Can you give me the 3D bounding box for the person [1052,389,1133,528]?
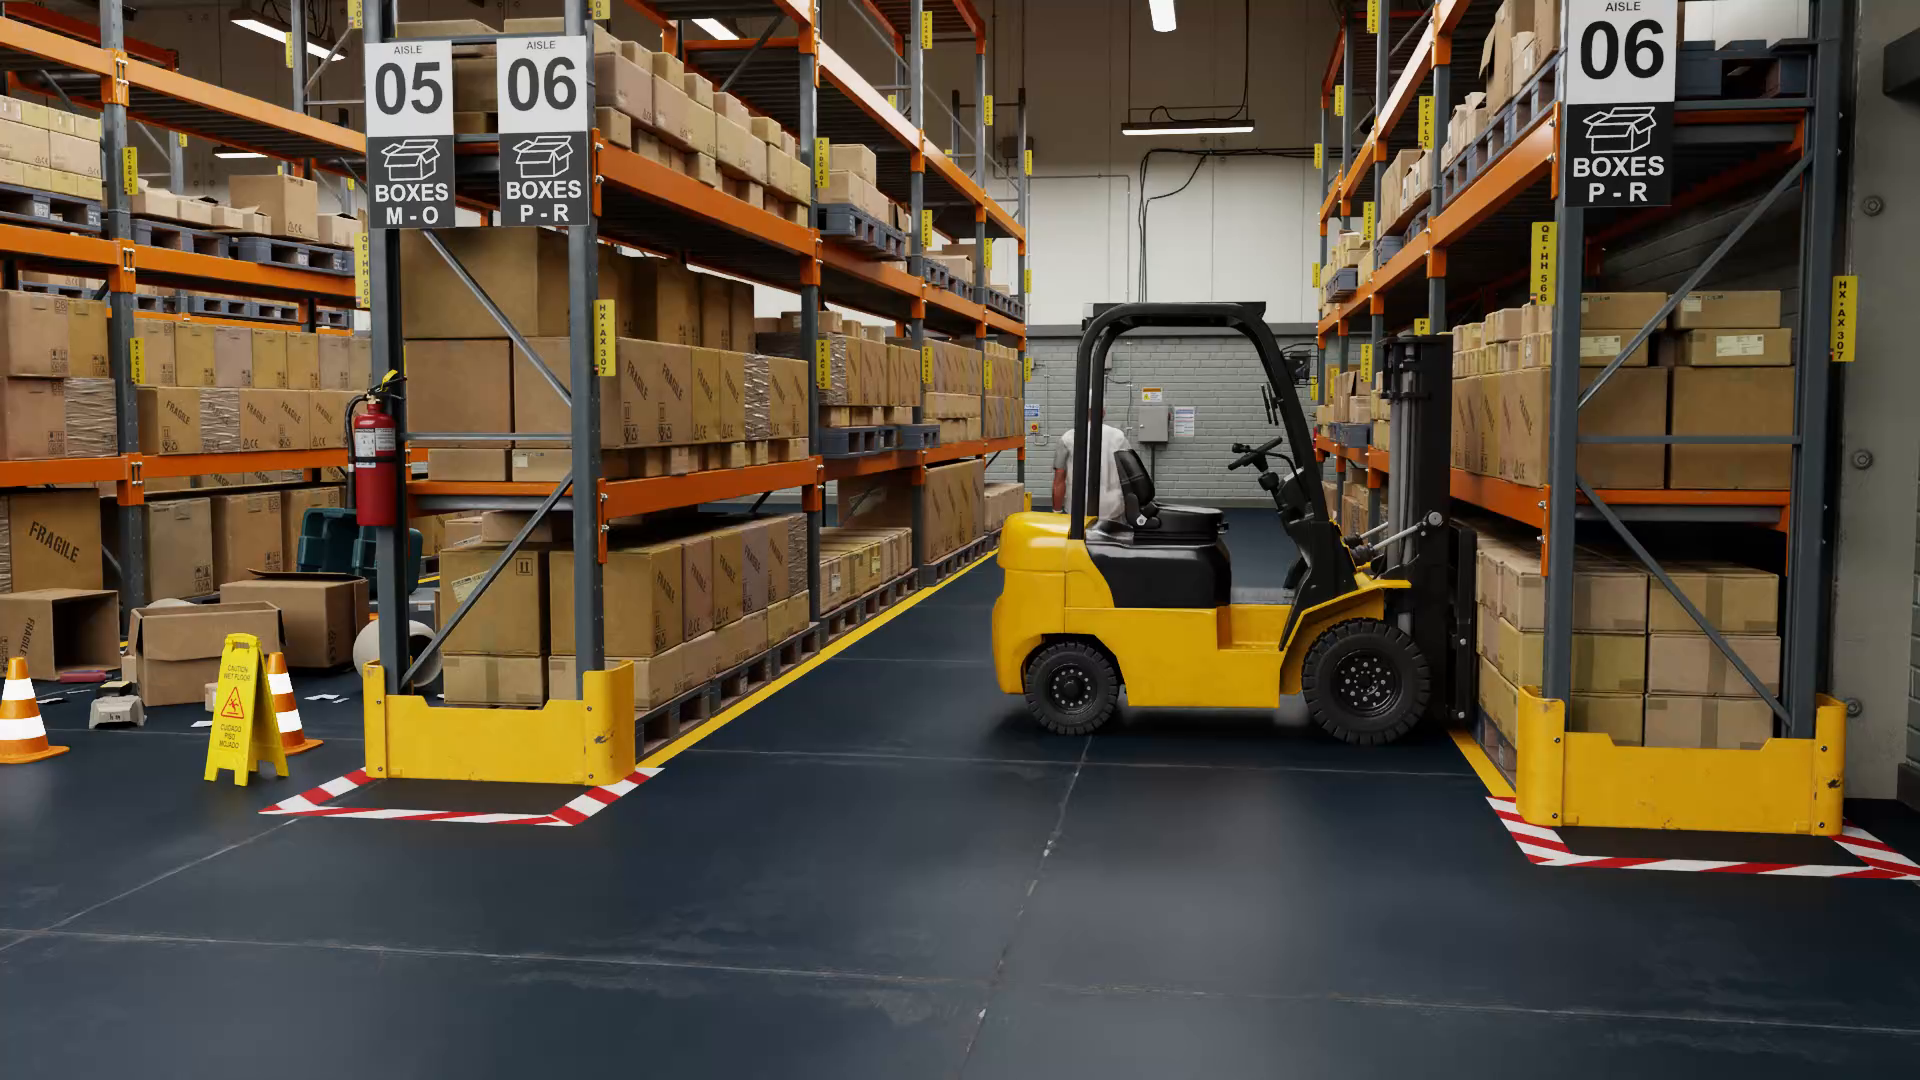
[{"bbox_3d":[0.939,-0.164,11.618,0.617,1.778,0.453,0,4,5],"label":"person"}]
